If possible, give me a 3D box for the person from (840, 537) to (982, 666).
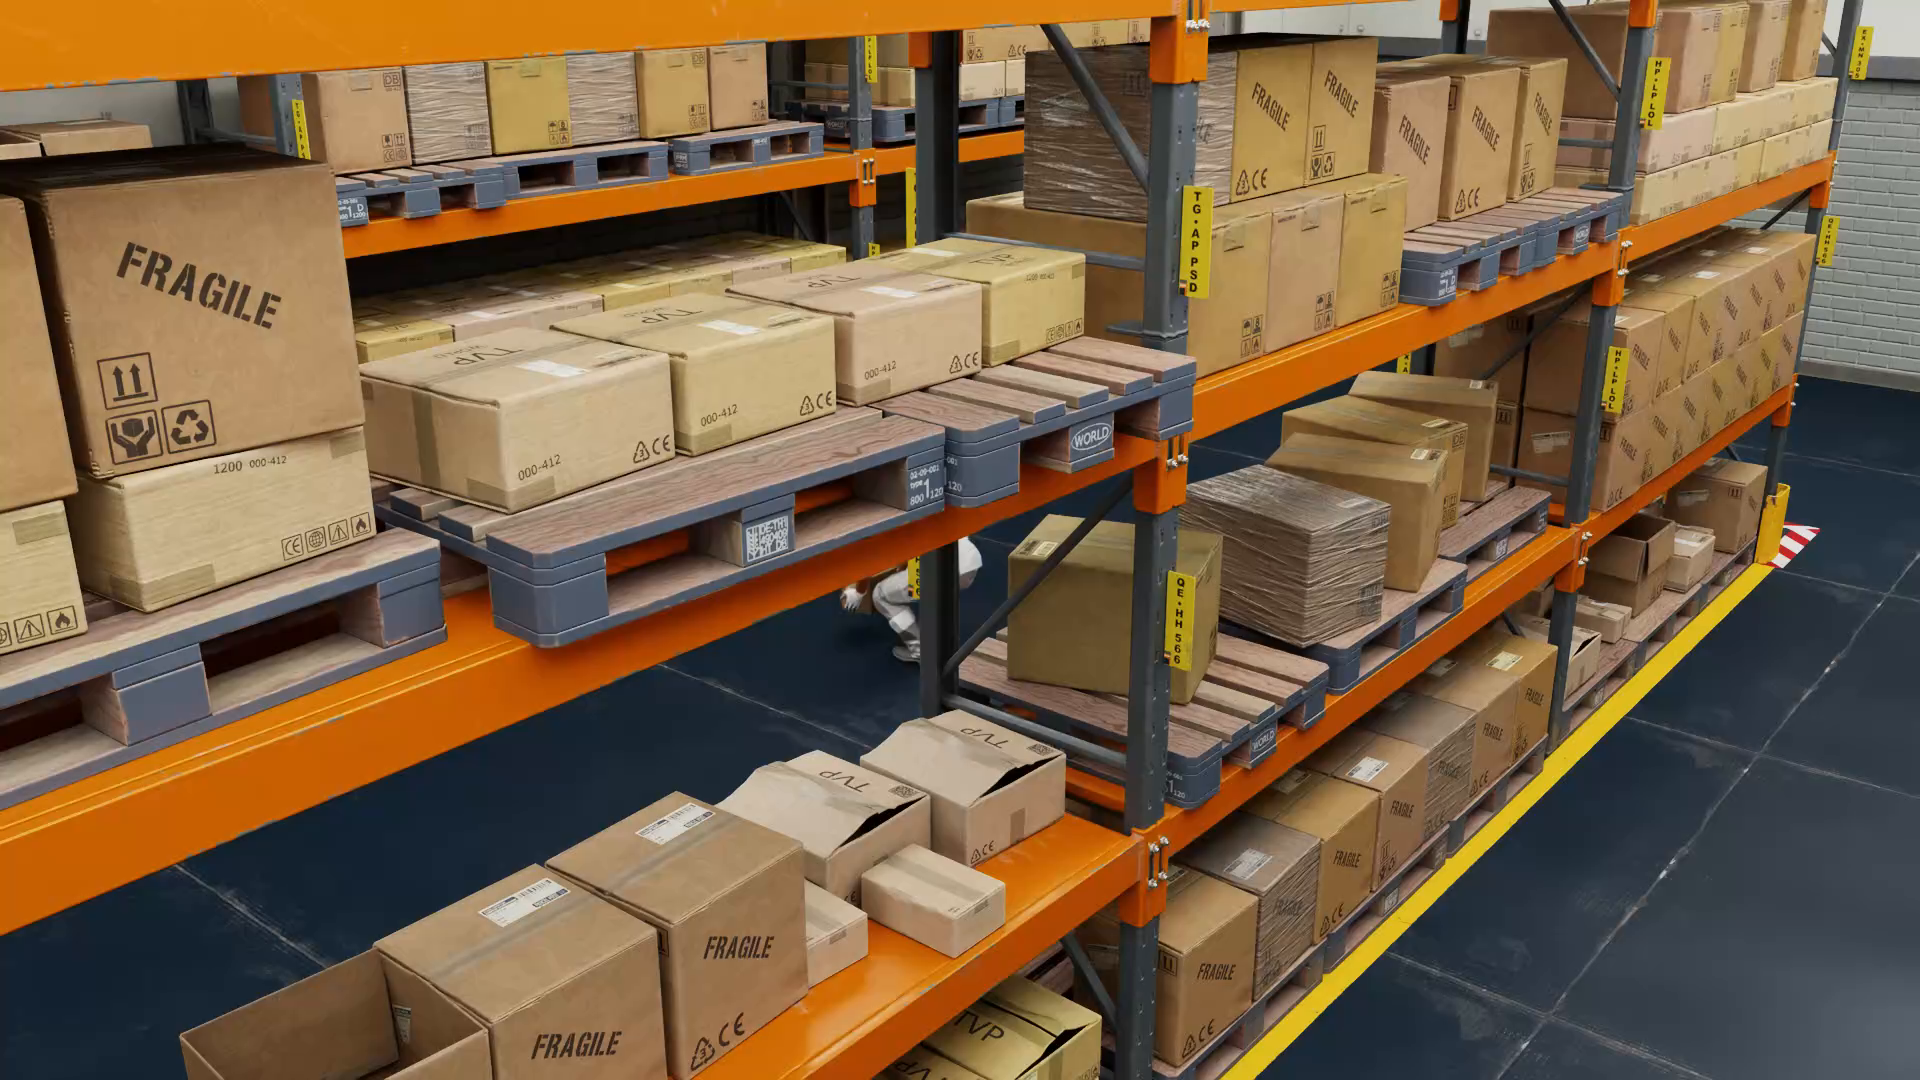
[{"bbox_3d":[-0.298,0.170,10.063,0.856,1.114,0.579,16,25,36],"label":"person"}]
